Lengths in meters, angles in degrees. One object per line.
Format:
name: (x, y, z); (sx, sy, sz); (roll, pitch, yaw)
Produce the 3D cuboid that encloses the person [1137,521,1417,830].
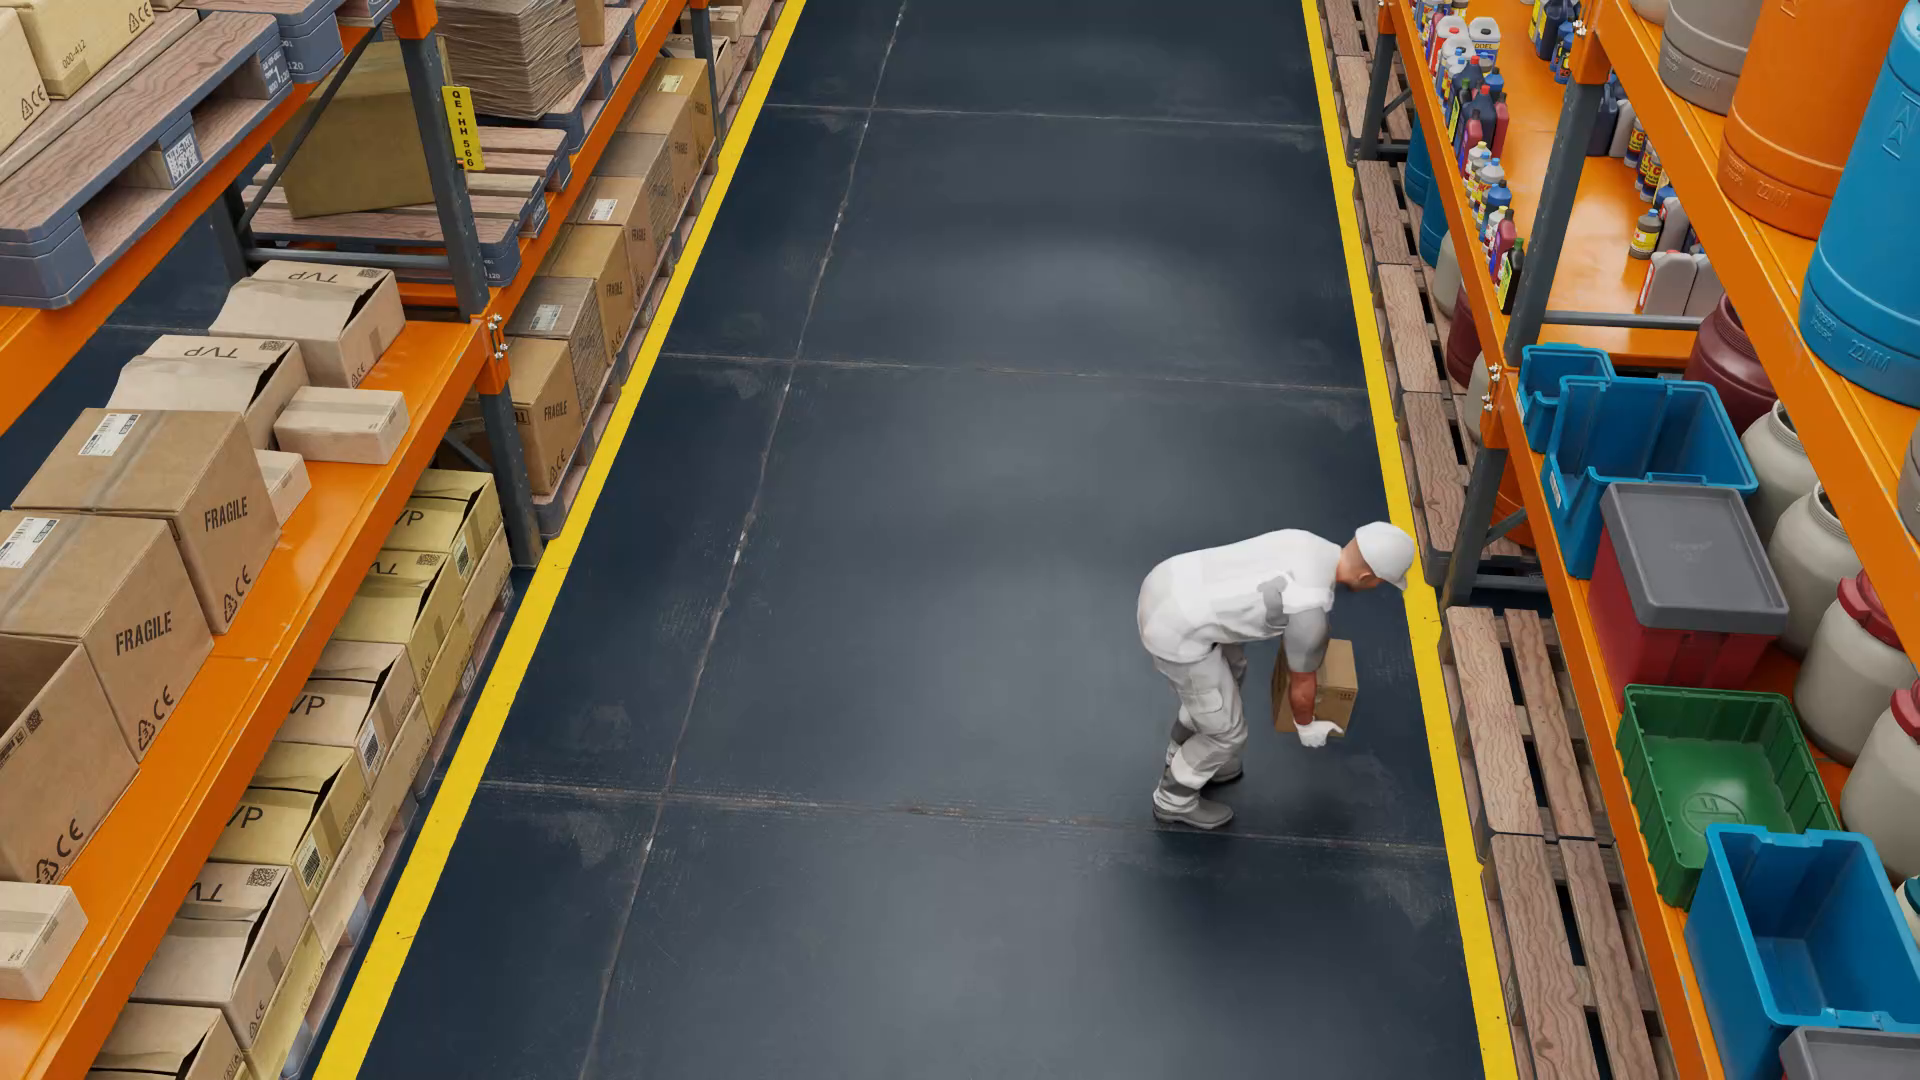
person: (1.074, 0.461, 5.946); (0.909, 1.319, 0.497); (2, 40, 2)
